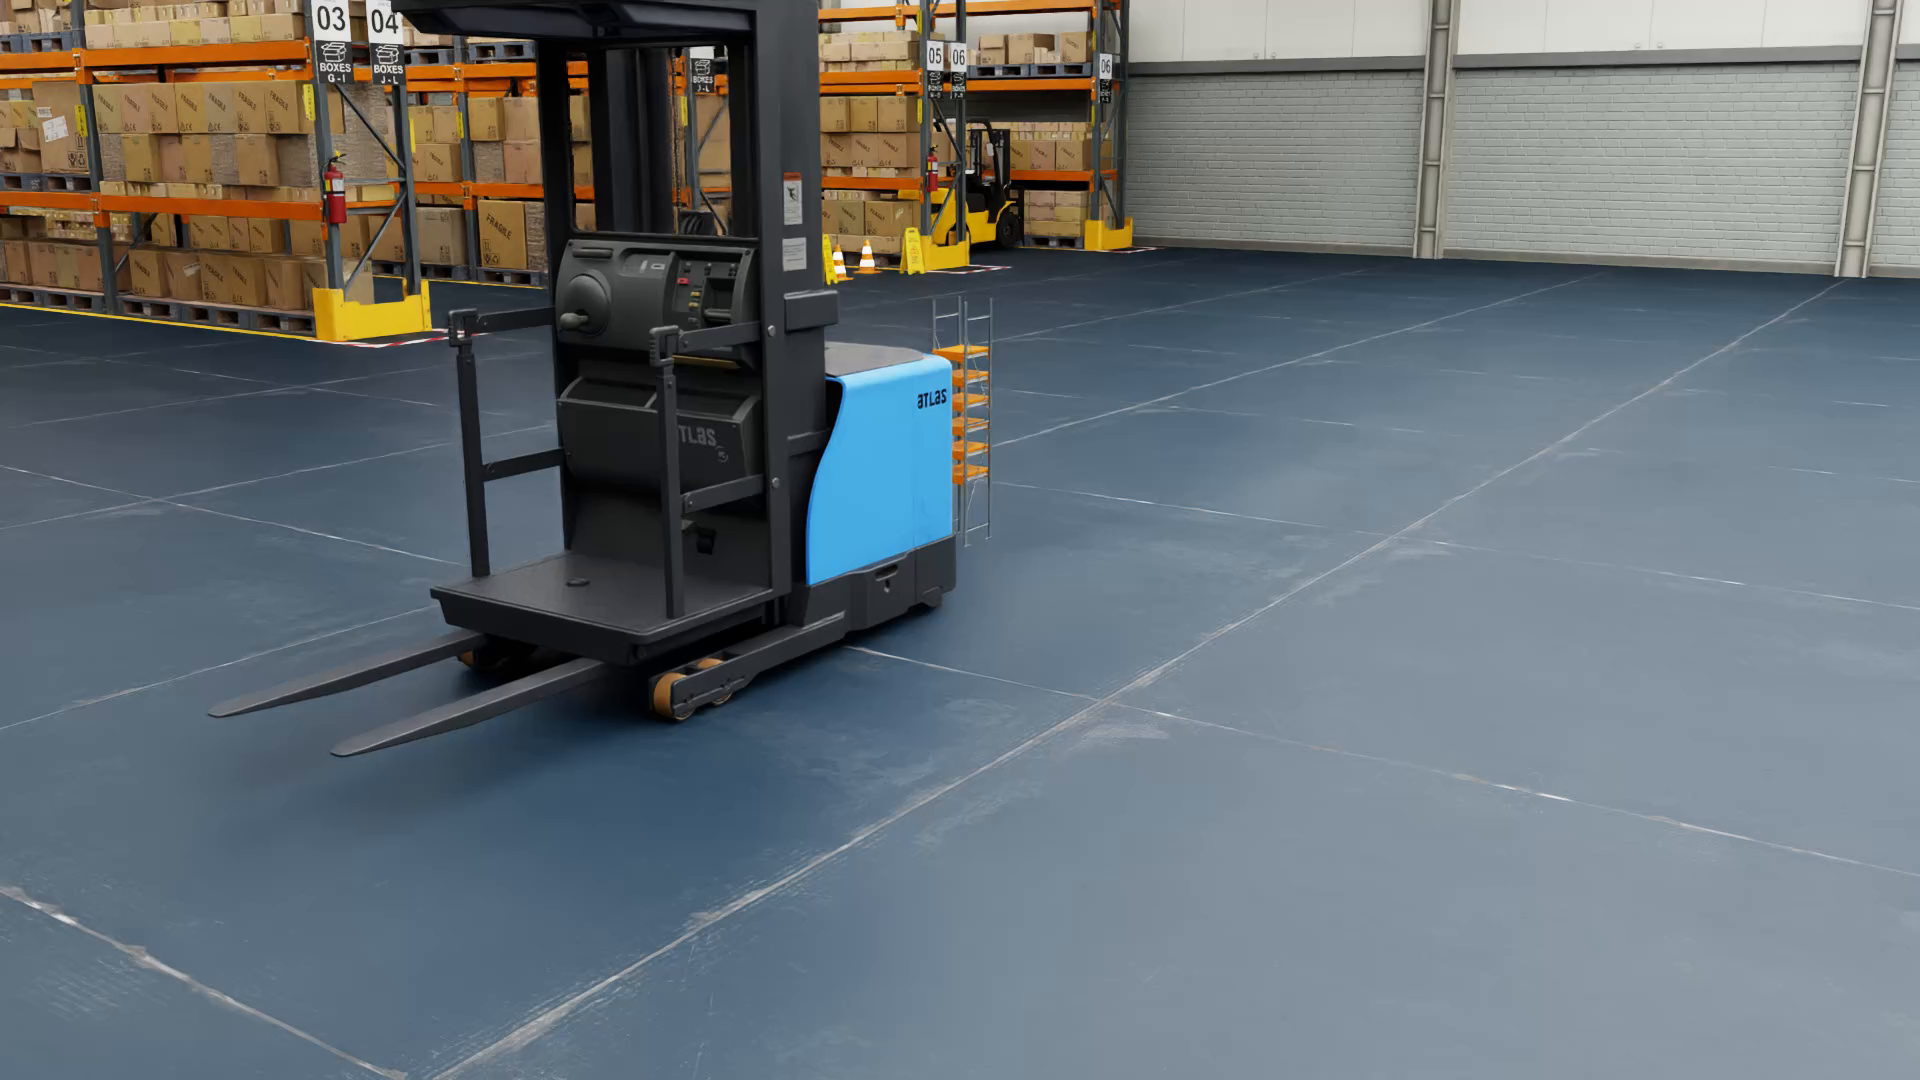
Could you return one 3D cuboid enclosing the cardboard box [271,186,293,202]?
[{"bbox_3d":[-6.568,-3.429,16.455,0.250,0.149,0.380,9,17,33],"label":"cardboard box"}]

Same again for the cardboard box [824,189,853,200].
[{"bbox_3d":[-1.819,-5.182,24.952,0.250,0.149,0.380,10,17,35],"label":"cardboard box"}]

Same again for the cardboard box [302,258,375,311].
[{"bbox_3d":[-6.282,-2.574,16.808,0.500,0.500,0.500,13,19,43],"label":"cardboard box"}]

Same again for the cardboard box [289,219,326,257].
[{"bbox_3d":[-9.104,-4.557,24.298,0.750,0.750,1.050,9,16,32],"label":"cardboard box"}]

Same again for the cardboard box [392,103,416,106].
[{"bbox_3d":[-10.317,-8.025,30.860,0.250,0.149,0.380,9,16,32],"label":"cardboard box"}]

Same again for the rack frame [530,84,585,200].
[{"bbox_3d":[-6.880,-6.546,28.523,0.127,3.000,1.000,9,17,33],"label":"rack frame"}]

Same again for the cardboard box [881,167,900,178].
[{"bbox_3d":[-0.944,-5.370,24.297,0.250,0.149,0.380,9,16,32],"label":"cardboard box"}]

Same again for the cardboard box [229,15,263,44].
[{"bbox_3d":[-6.731,-4.960,16.189,0.500,0.250,0.500,9,17,33],"label":"cardboard box"}]

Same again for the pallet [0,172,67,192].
[{"bbox_3d":[-10.746,-4.219,19.524,1.213,0.211,1.003,9,17,33],"label":"pallet"}]

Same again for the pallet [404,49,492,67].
[{"bbox_3d":[-7.028,-6.485,22.433,1.217,0.209,0.805,8,16,31],"label":"pallet"}]

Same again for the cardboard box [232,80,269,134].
[{"bbox_3d":[-6.786,-4.265,16.404,0.500,0.500,0.500,9,17,33],"label":"cardboard box"}]

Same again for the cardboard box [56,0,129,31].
[{"bbox_3d":[-9.427,-5.826,18.285,0.637,0.503,0.797,8,16,30],"label":"cardboard box"}]

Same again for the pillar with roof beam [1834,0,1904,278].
[{"bbox_3d":[10.005,-7.180,18.602,0.400,9.000,9.100,9,17,33],"label":"pillar with roof beam"}]

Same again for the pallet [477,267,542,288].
[{"bbox_3d":[-5.653,-3.537,22.174,1.213,0.211,1.003,9,17,33],"label":"pallet"}]

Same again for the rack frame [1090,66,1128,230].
[{"bbox_3d":[2.525,-6.463,28.189,0.127,3.000,1.000,9,17,33],"label":"rack frame"}]

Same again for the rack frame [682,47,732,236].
[{"bbox_3d":[-2.921,-4.472,20.147,0.127,3.000,1.000,9,17,33],"label":"rack frame"}]

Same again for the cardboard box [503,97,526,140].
[{"bbox_3d":[-5.432,-5.499,21.734,0.550,0.550,0.875,9,17,33],"label":"cardboard box"}]

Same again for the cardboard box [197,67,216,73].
[{"bbox_3d":[-11.010,-7.208,24.748,0.500,0.500,0.500,9,17,33],"label":"cardboard box"}]

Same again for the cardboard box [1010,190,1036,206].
[{"bbox_3d":[1.117,-5.950,28.884,0.500,0.250,0.500,9,17,34],"label":"cardboard box"}]

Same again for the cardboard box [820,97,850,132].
[{"bbox_3d":[-1.684,-6.293,24.595,0.500,0.500,0.700,9,16,32],"label":"cardboard box"}]

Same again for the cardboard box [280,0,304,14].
[{"bbox_3d":[-6.178,-5.049,15.715,0.250,0.149,0.380,9,17,33],"label":"cardboard box"}]

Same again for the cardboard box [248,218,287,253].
[{"bbox_3d":[-10.251,-4.572,24.877,0.500,0.500,0.500,9,17,33],"label":"cardboard box"}]

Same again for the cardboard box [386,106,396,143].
[{"bbox_3d":[-7.502,-5.744,22.997,0.500,0.500,0.700,9,17,33],"label":"cardboard box"}]

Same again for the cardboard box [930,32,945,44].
[{"bbox_3d":[-0.423,-7.282,24.119,0.250,0.149,0.380,9,17,32],"label":"cardboard box"}]

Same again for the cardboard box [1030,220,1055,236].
[{"bbox_3d":[1.551,-5.401,28.746,0.500,0.250,0.500,9,17,33],"label":"cardboard box"}]

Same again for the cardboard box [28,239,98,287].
[{"bbox_3d":[-10.439,-3.263,19.547,0.500,0.500,0.700,8,16,28],"label":"cardboard box"}]

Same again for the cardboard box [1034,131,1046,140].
[{"bbox_3d":[1.472,-6.928,28.509,0.250,0.149,0.380,9,17,32],"label":"cardboard box"}]

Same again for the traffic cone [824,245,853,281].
[{"bbox_3d":[-1.656,-3.775,22.609,0.334,0.463,0.336,9,17,33],"label":"traffic cone"}]

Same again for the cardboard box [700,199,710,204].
[{"bbox_3d":[-4.994,-6.609,33.108,0.500,0.500,0.500,9,16,32],"label":"cardboard box"}]

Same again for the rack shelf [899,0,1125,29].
[{"bbox_3d":[0.865,-9.100,28.686,4.000,0.370,1.077,9,17,33],"label":"rack shelf"}]

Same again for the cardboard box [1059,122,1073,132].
[{"bbox_3d":[1.888,-7.004,28.196,0.250,0.149,0.380,9,17,33],"label":"cardboard box"}]

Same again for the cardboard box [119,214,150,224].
[{"bbox_3d":[-13.319,-5.186,26.851,0.250,0.149,0.380,10,17,34],"label":"cardboard box"}]

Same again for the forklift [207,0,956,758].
[{"bbox_3d":[-1.248,-0.924,5.956,1.130,2.935,3.031,9,17,32],"label":"forklift"}]

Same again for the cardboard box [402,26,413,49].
[{"bbox_3d":[-7.817,-6.865,22.674,0.500,0.311,0.500,8,16,31],"label":"cardboard box"}]

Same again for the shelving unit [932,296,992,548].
[{"bbox_3d":[0.012,-0.580,8.171,0.189,1.200,0.258,9,17,33],"label":"shelving unit"}]

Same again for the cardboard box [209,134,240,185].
[{"bbox_3d":[-7.087,-3.888,16.959,0.500,0.500,0.875,9,17,33],"label":"cardboard box"}]

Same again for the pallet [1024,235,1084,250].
[{"bbox_3d":[1.867,-5.204,28.904,1.213,0.211,1.003,9,17,33],"label":"pallet"}]

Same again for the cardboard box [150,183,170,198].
[{"bbox_3d":[-8.261,-3.685,17.489,0.250,0.149,0.380,9,17,33],"label":"cardboard box"}]

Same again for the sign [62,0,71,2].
[{"bbox_3d":[-9.399,-5.820,17.455,0.005,0.325,0.100,9,17,33],"label":"sign"}]

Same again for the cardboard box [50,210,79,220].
[{"bbox_3d":[-15.042,-5.461,27.960,0.250,0.149,0.380,10,17,35],"label":"cardboard box"}]

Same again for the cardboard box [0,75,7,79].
[{"bbox_3d":[-15.968,-7.890,28.023,0.500,0.250,0.500,10,17,35],"label":"cardboard box"}]

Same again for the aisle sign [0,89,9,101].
[{"bbox_3d":[-16.425,-7.830,28.300,0.004,0.787,0.394,9,17,33],"label":"aisle sign"}]

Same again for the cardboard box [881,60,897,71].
[{"bbox_3d":[-0.919,-6.826,23.935,0.250,0.149,0.380,9,17,33],"label":"cardboard box"}]

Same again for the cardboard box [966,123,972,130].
[{"bbox_3d":[0.175,-7.271,29.277,0.250,0.149,0.380,9,16,32],"label":"cardboard box"}]

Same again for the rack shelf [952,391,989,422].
[{"bbox_3d":[0.012,-0.654,8.153,0.180,0.103,0.258,9,17,33],"label":"rack shelf"}]

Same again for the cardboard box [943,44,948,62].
[{"bbox_3d":[-0.511,-7.121,24.297,0.500,0.250,0.500,9,16,32],"label":"cardboard box"}]

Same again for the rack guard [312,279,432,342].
[{"bbox_3d":[-5.836,-2.294,16.548,0.348,0.500,1.175,9,17,33],"label":"rack guard"}]

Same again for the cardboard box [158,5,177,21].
[{"bbox_3d":[-7.891,-5.338,16.883,0.250,0.149,0.380,9,16,32],"label":"cardboard box"}]

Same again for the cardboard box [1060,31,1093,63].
[{"bbox_3d":[2.022,-8.231,27.797,0.500,0.500,0.500,10,17,35],"label":"cardboard box"}]

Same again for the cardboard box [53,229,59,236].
[{"bbox_3d":[-15.053,-5.182,28.072,0.250,0.149,0.380,9,17,33],"label":"cardboard box"}]

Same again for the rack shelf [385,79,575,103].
[{"bbox_3d":[-8.540,-7.921,29.332,4.000,0.370,1.077,9,17,33],"label":"rack shelf"}]
